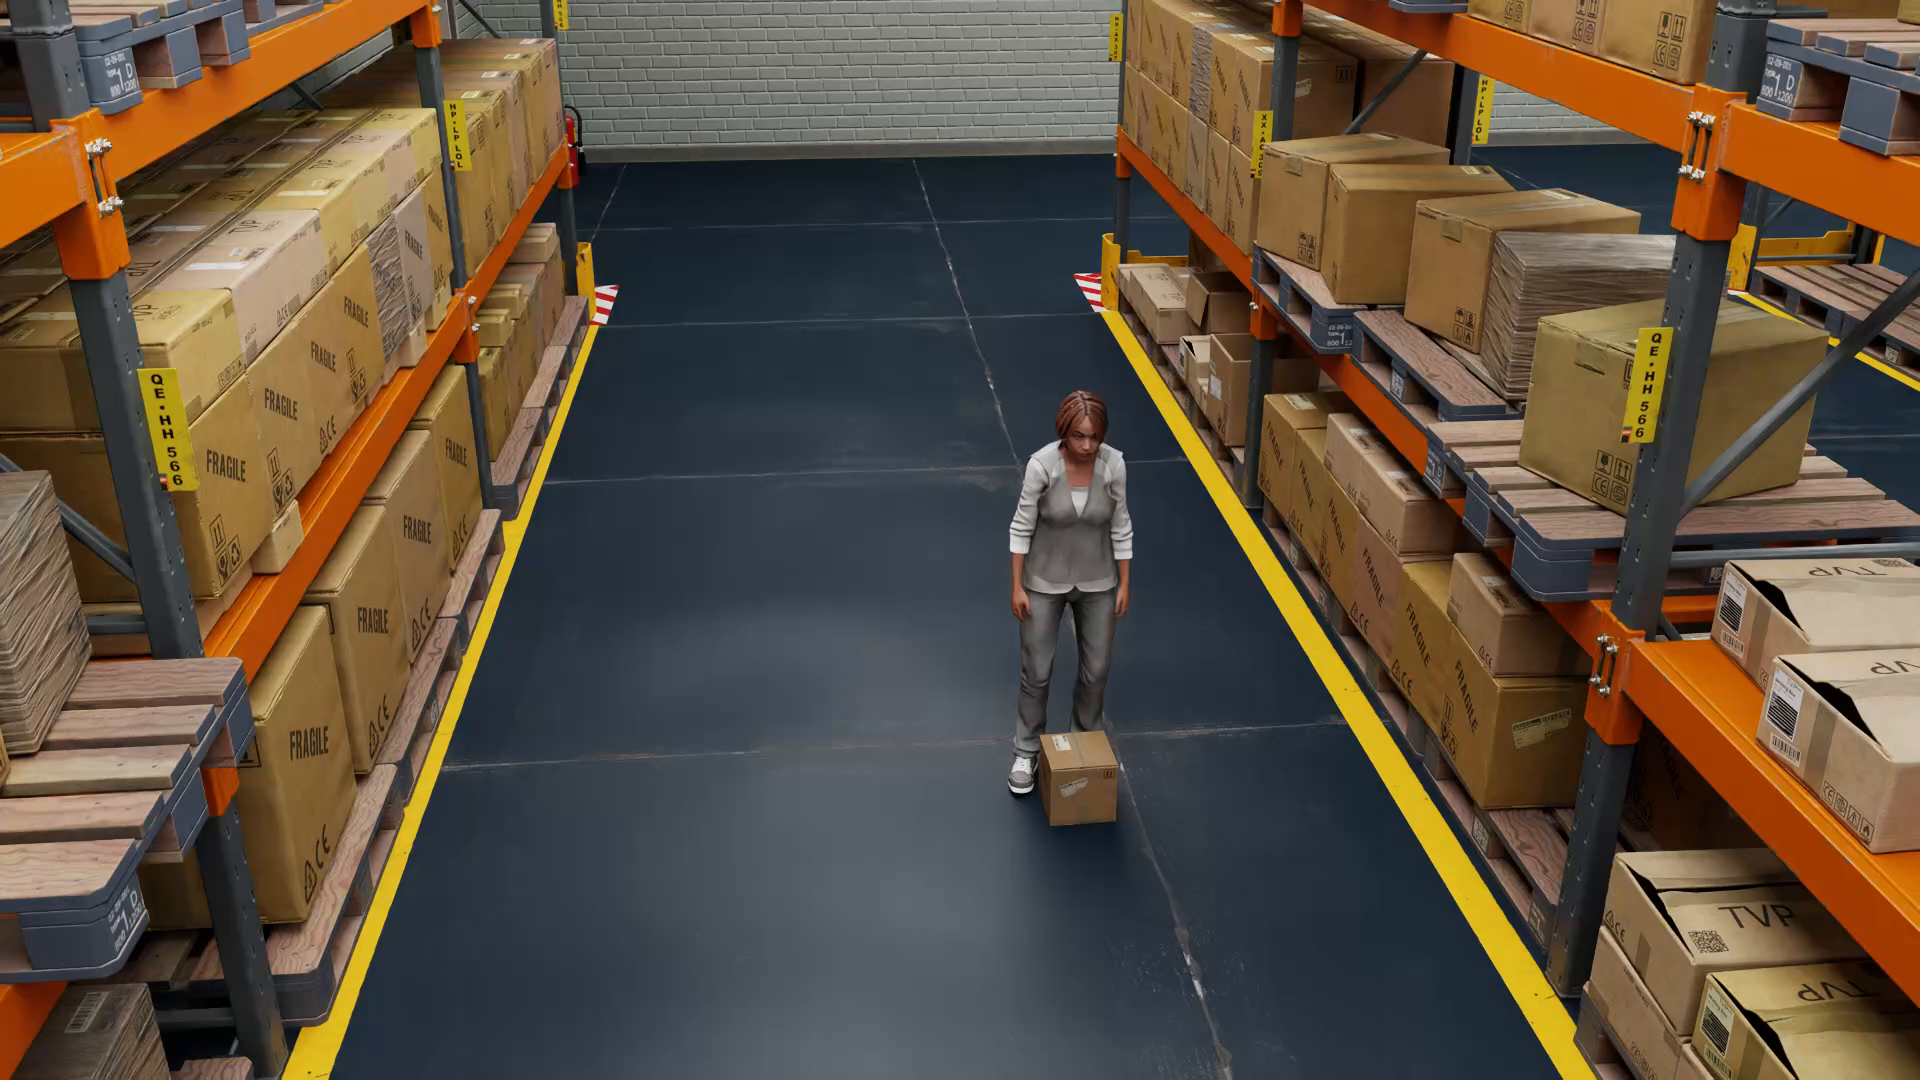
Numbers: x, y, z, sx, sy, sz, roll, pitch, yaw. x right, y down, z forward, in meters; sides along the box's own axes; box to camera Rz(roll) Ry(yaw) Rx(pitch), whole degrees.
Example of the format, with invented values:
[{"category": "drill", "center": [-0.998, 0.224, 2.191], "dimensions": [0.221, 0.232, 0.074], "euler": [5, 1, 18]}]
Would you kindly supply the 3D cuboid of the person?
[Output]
[{"category": "person", "center": [0.410, 0.189, 6.194], "dimensions": [0.467, 1.592, 0.350], "euler": [-2, 24, -6]}]
